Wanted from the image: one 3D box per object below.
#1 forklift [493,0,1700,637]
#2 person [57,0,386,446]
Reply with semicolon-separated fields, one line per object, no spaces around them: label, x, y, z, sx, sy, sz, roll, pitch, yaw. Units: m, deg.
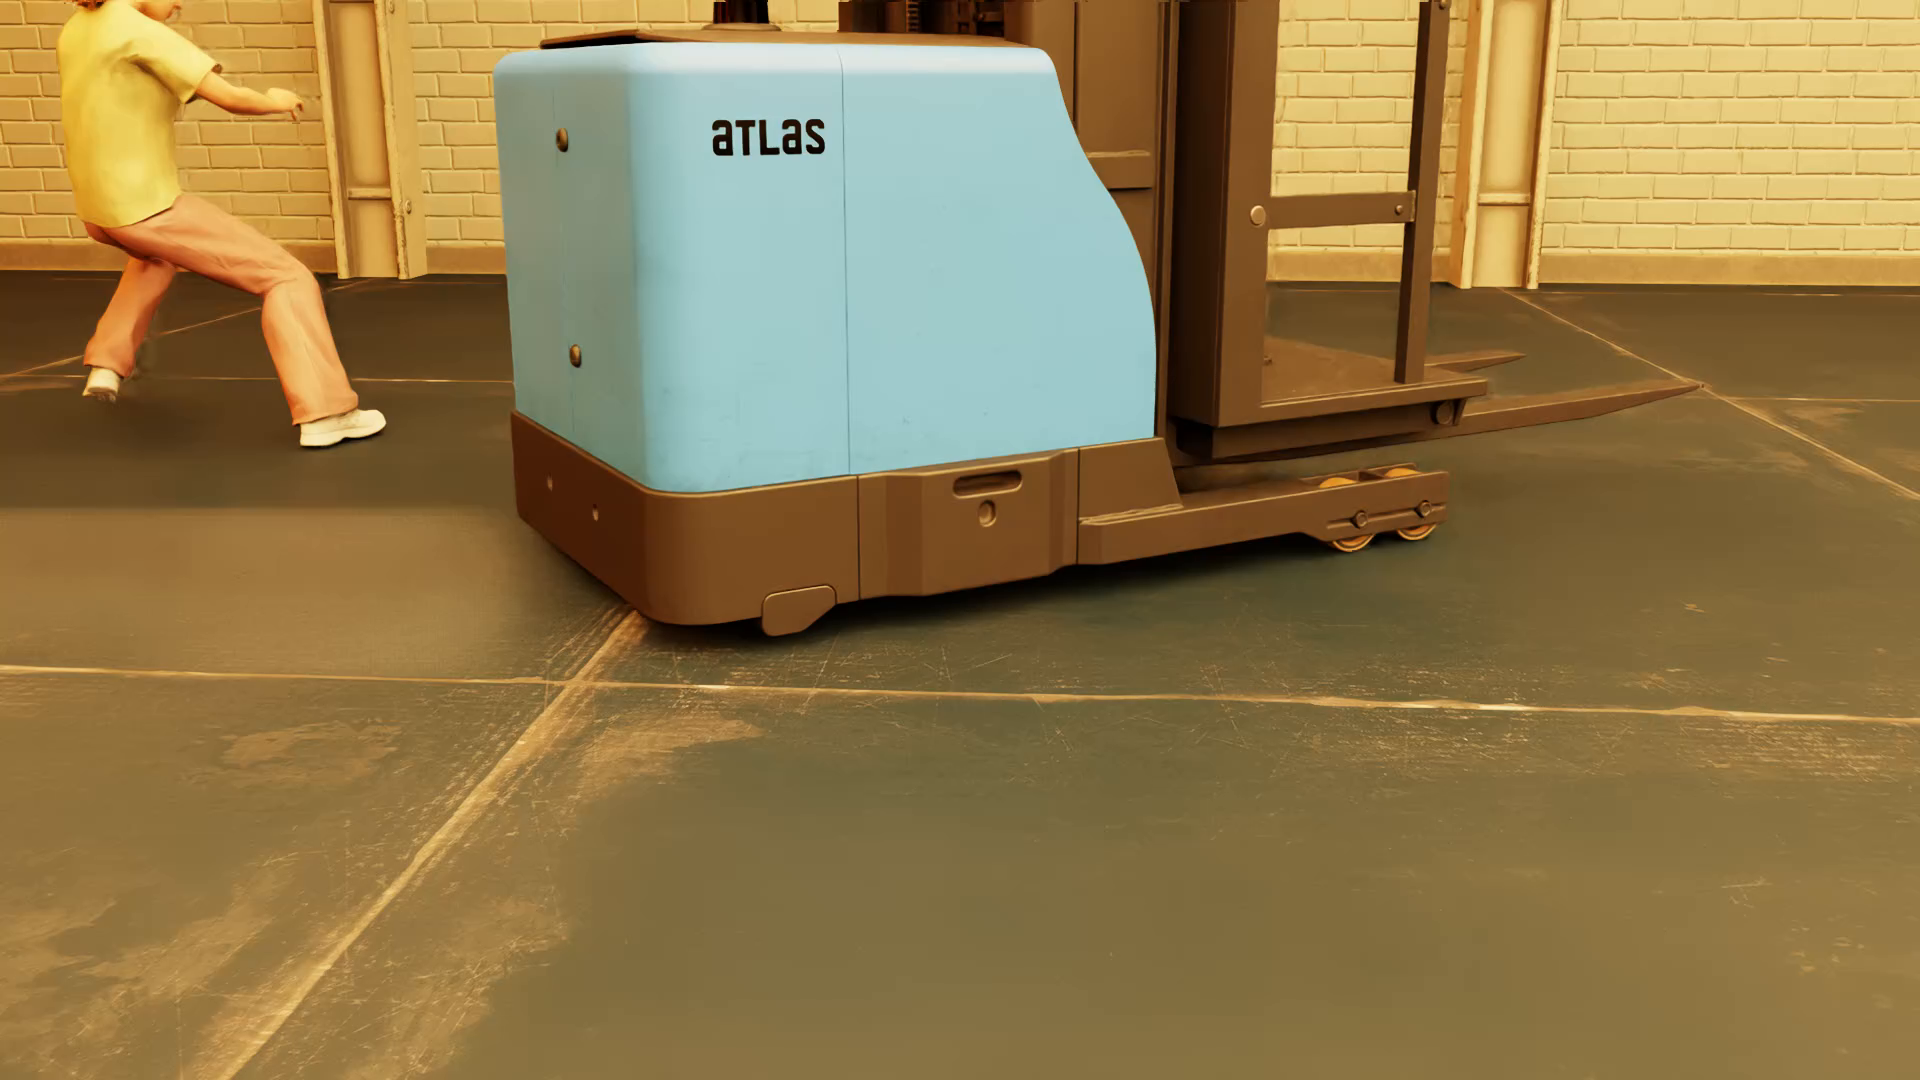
forklift;0.534;-1.498;3.738;3.031;2.935;1.130;-9;17;-29
person;-2.285;-1.046;4.899;1.121;1.448;0.620;12;19;38
